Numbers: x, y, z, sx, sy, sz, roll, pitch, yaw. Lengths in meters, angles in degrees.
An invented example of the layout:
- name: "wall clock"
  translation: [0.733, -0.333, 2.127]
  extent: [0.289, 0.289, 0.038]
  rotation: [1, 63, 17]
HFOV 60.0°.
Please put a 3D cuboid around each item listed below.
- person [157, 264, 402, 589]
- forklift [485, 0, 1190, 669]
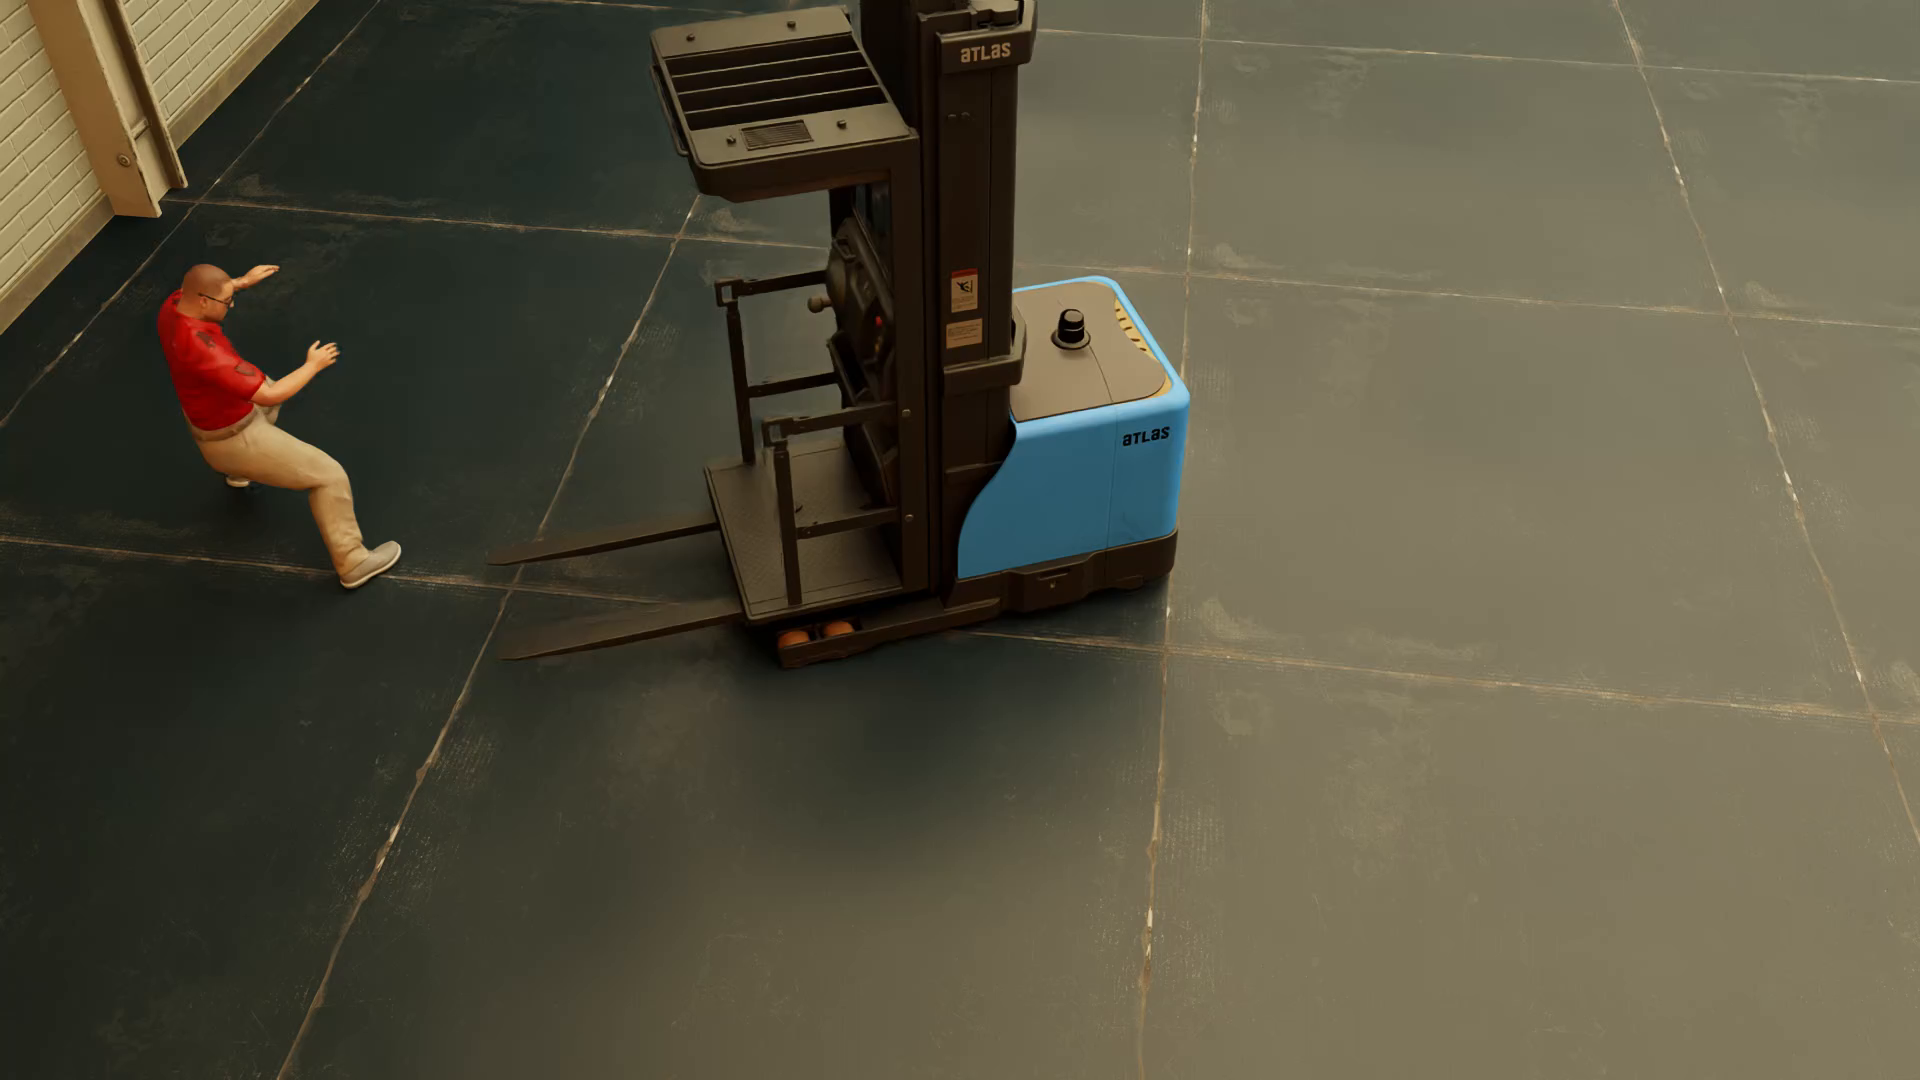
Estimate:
- name: "person"
  translation: [-3.135, -0.645, 7.483]
  extent: [0.680, 1.498, 1.193]
  rotation: [-25, 48, -24]
- name: "forklift"
  translation: [-0.591, -0.922, 6.728]
  extent: [3.031, 2.935, 1.130]
  rotation: [-11, 44, -12]
